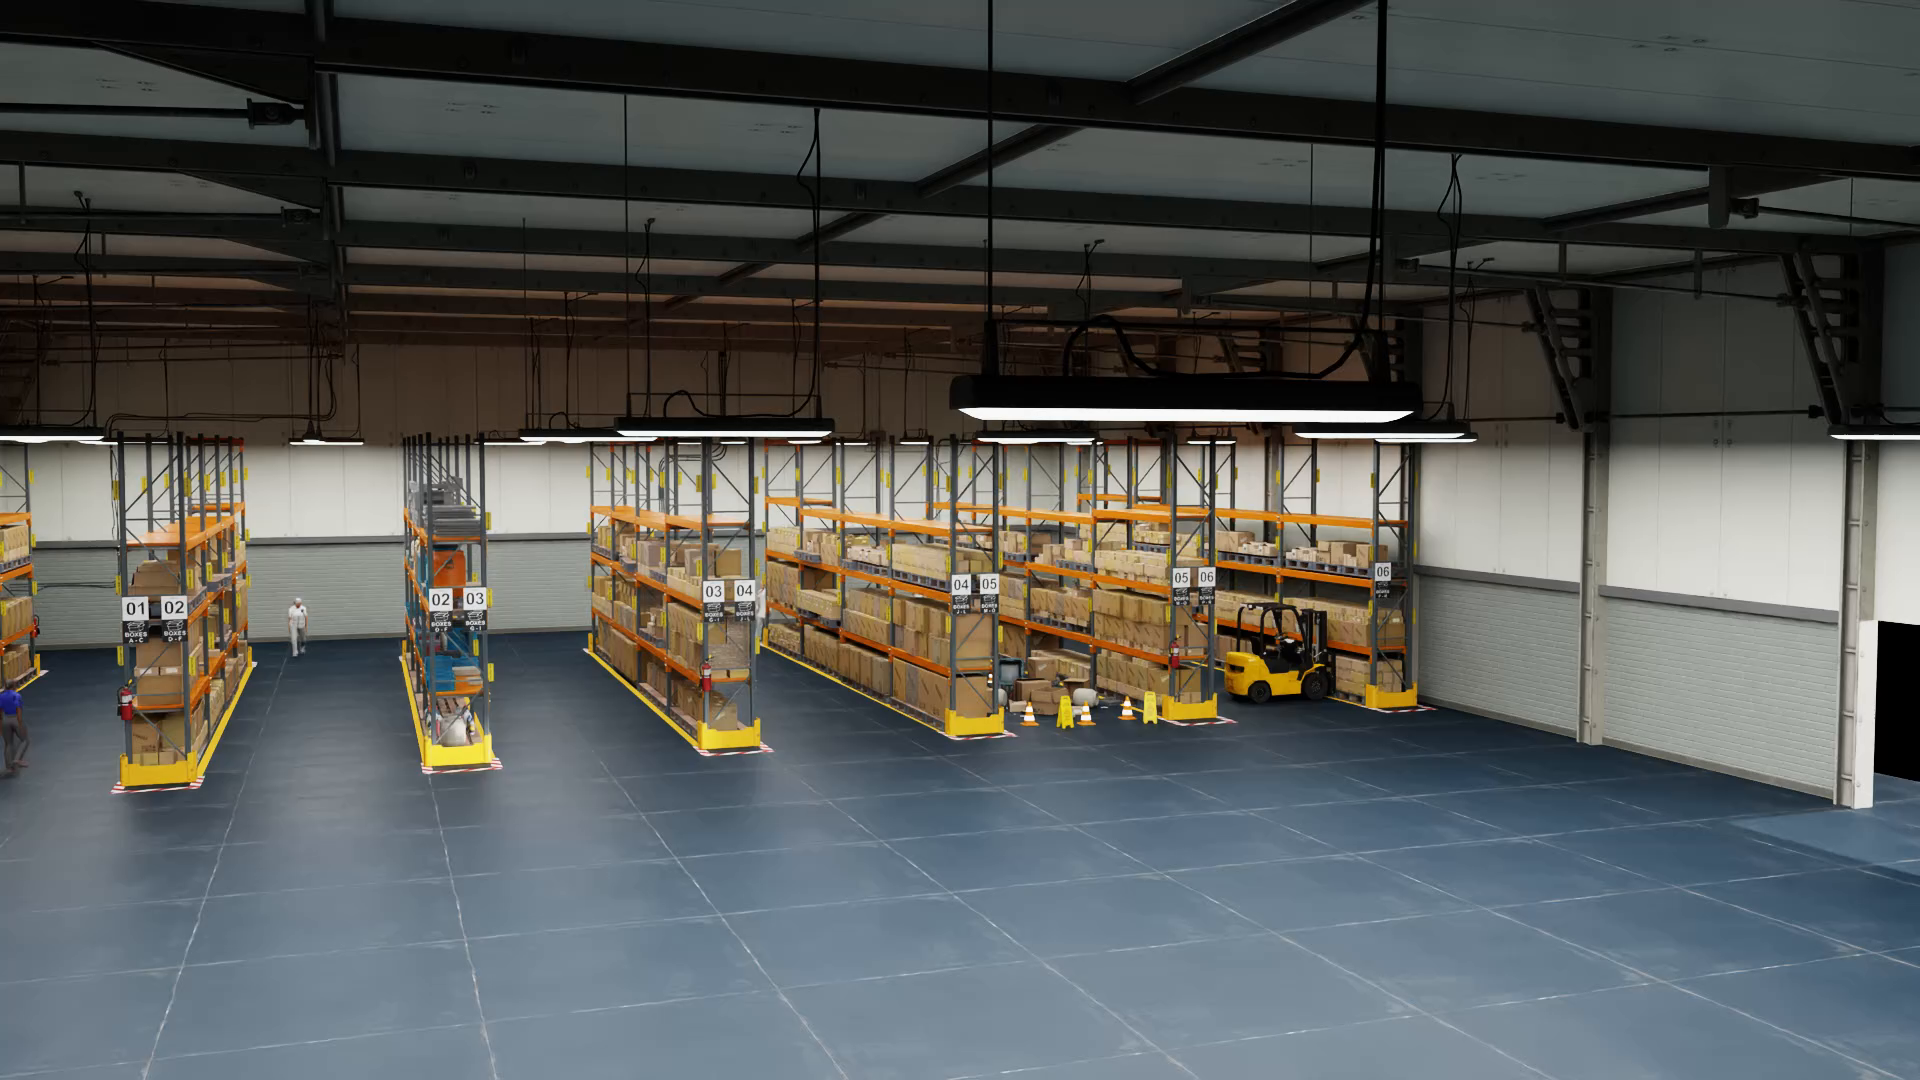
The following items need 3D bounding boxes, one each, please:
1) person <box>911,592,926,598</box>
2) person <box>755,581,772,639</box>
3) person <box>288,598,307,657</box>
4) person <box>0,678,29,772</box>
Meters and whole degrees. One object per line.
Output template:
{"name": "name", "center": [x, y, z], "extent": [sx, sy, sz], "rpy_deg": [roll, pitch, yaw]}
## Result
{"name": "person", "center": [-1.316, 1.864, 53.878], "extent": [1.017, 1.749, 0.520], "rpy_deg": [-2, 4, -26]}
{"name": "person", "center": [-5.861, 2.089, 49.786], "extent": [0.959, 1.752, 0.635], "rpy_deg": [-3, 4, -40]}
{"name": "person", "center": [-18.173, 2.372, 45.625], "extent": [0.479, 1.617, 0.838], "rpy_deg": [-1, 3, -22]}
{"name": "person", "center": [-16.726, 3.264, 29.354], "extent": [0.507, 1.646, 0.456], "rpy_deg": [-1, 3, -10]}
